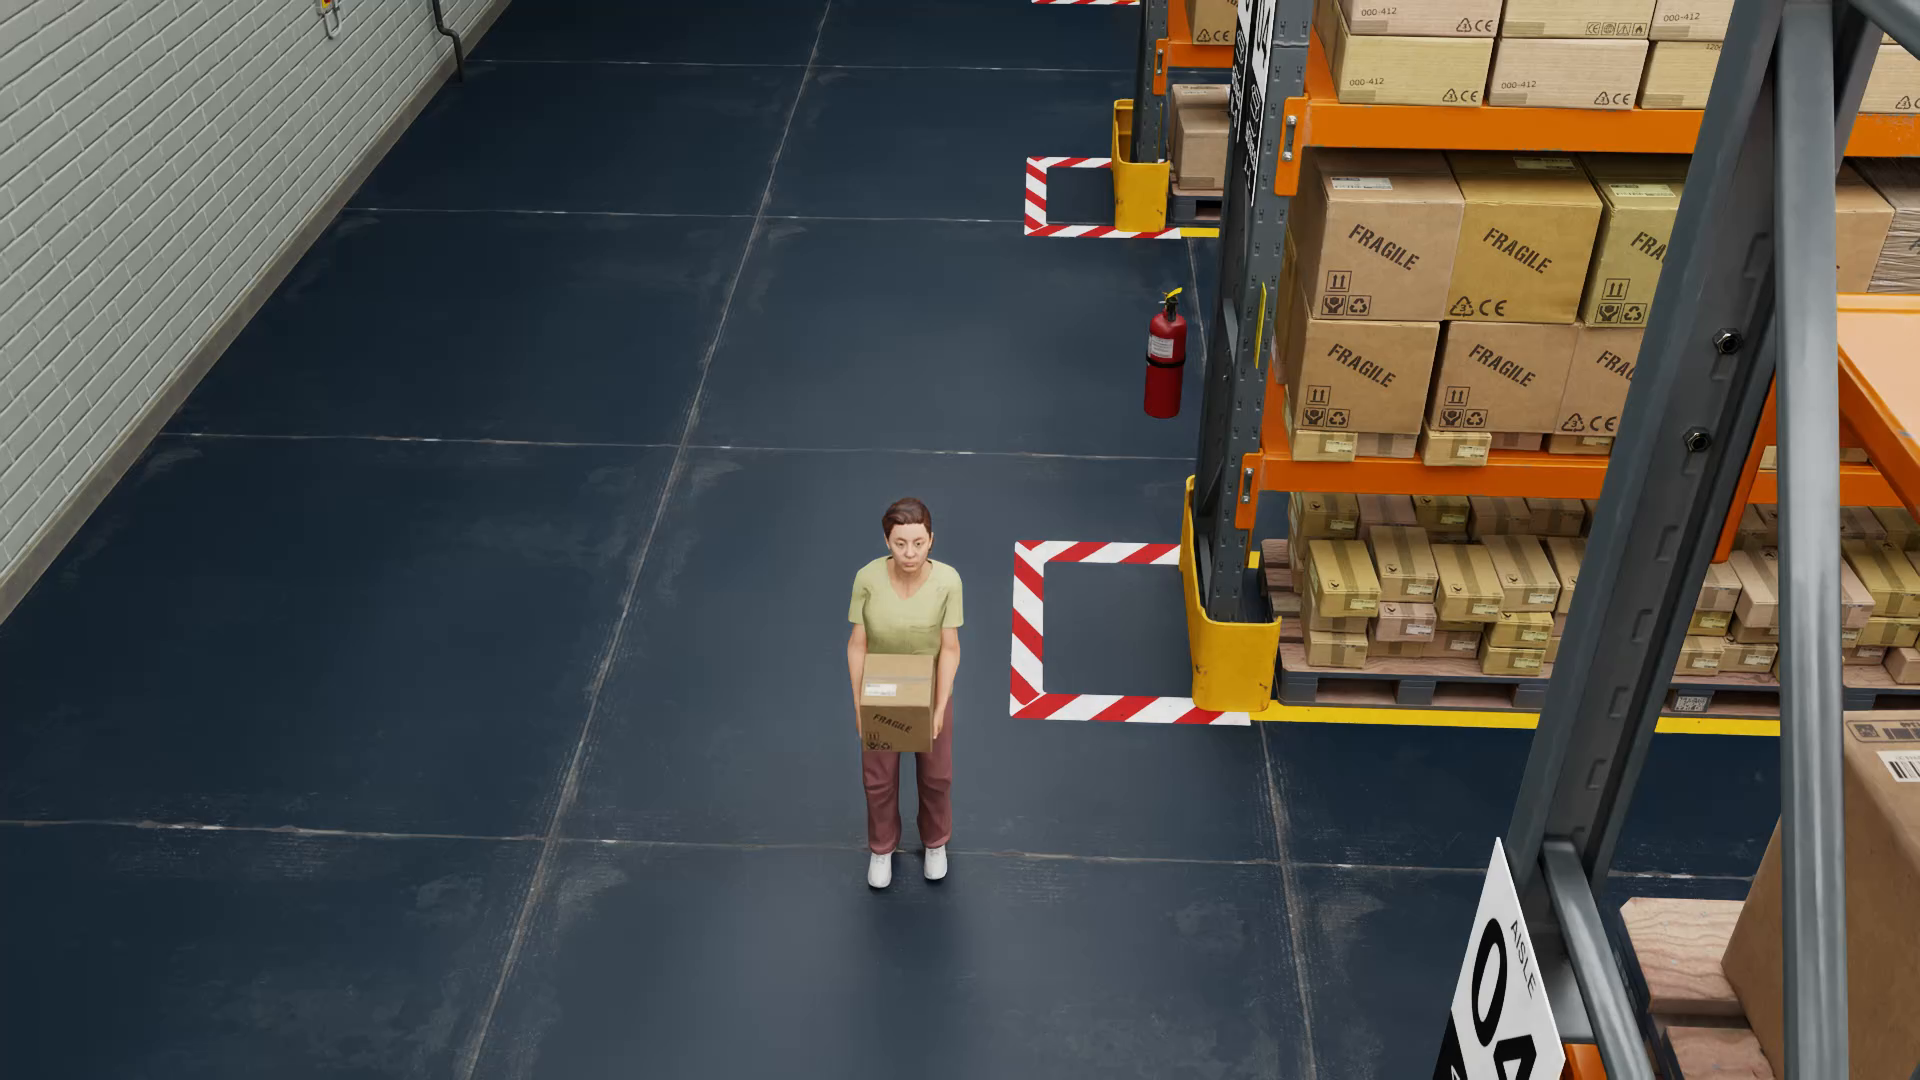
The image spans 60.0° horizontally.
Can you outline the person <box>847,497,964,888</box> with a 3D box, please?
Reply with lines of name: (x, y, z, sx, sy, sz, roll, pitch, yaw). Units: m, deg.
person: (-0.203, 0.625, 6.267, 0.428, 1.654, 0.552, 1, 36, 2)
